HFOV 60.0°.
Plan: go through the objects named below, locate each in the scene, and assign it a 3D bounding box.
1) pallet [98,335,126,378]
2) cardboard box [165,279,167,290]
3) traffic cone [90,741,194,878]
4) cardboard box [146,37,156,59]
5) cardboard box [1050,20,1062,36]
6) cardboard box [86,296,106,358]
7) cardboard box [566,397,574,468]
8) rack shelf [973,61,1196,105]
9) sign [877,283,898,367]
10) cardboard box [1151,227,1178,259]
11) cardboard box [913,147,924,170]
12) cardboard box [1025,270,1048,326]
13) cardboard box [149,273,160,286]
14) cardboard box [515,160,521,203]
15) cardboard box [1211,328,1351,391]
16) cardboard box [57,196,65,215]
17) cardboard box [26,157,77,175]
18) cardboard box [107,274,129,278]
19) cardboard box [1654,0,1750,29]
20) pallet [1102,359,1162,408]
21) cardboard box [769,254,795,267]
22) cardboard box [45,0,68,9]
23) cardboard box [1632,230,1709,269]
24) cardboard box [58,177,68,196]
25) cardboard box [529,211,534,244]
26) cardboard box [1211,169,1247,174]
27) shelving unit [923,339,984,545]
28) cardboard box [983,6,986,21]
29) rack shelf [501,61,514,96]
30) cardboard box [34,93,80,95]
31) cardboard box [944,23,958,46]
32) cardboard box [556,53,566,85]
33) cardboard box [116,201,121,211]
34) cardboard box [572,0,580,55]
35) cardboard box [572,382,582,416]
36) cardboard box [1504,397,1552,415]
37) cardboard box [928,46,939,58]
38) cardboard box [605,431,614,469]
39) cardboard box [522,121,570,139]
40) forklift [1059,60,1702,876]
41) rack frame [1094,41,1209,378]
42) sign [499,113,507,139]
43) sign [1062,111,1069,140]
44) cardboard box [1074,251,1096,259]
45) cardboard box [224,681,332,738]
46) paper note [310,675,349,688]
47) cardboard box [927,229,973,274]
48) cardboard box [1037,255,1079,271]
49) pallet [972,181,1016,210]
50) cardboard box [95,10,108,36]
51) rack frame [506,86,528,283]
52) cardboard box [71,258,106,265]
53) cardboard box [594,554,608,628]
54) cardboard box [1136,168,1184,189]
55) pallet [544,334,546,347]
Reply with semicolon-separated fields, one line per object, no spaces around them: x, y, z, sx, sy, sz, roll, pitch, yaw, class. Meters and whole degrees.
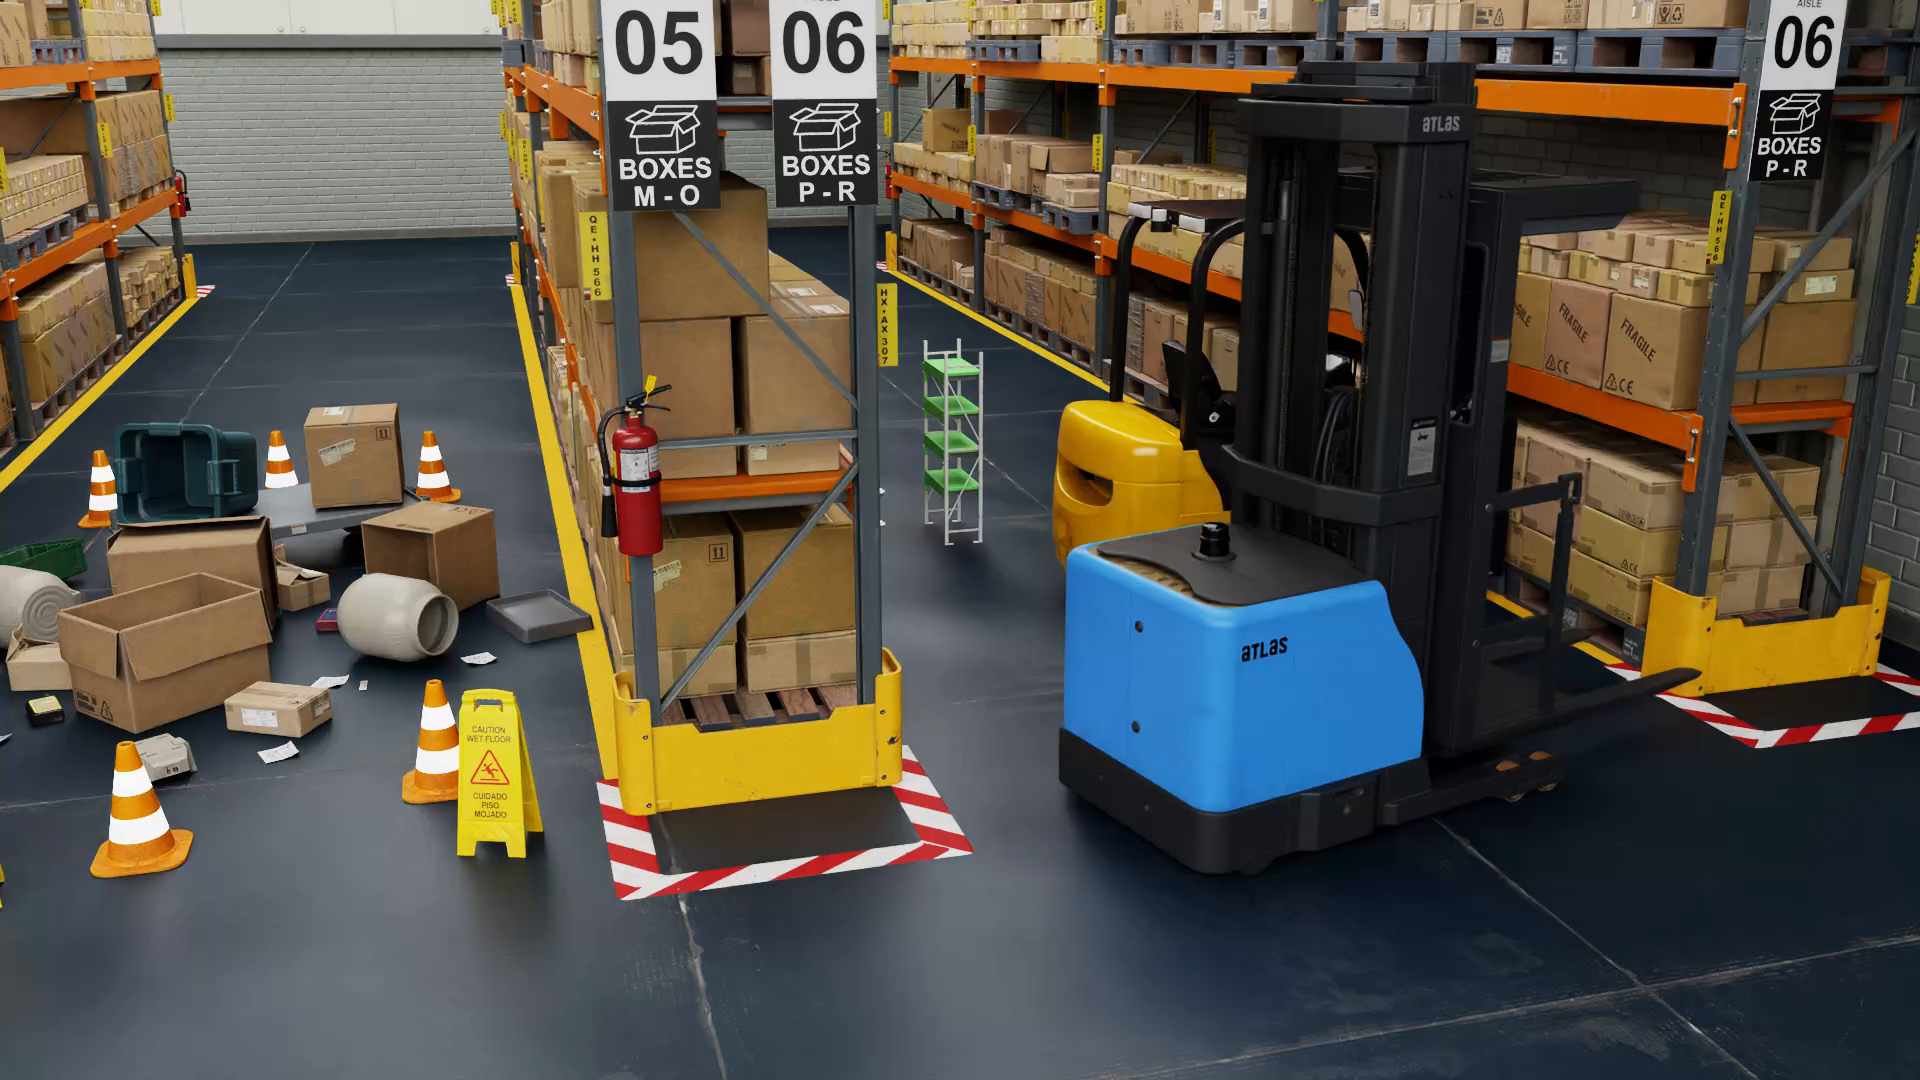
-8.632;-1.737;15.869;1.003;0.211;1.213;-5;17;-15;pallet
-9.443;-2.958;19.312;0.380;0.149;0.250;-5;17;-16;cardboard box
-3.150;0.992;6.346;0.336;0.463;0.334;-5;17;-15;traffic cone
-9.567;-5.654;19.109;0.500;0.250;0.500;-5;17;-16;cardboard box
1.098;-4.987;16.194;0.380;0.149;0.250;-4;17;-14;cardboard box
-8.261;-1.965;15.396;0.500;0.500;0.500;-5;17;-17;cardboard box
-2.264;-0.781;11.675;0.950;0.372;0.625;-4;17;-12;cardboard box
1.206;-4.640;16.720;1.077;0.370;4.000;-5;17;-15;rack shelf
-0.296;-0.846;6.549;0.100;0.325;0.005;-5;17;-15;sign
1.924;-2.499;13.819;0.500;0.250;0.500;-5;18;-17;cardboard box
-0.296;-4.852;21.134;0.500;0.250;0.500;-5;17;-16;cardboard box
0.998;-2.524;17.257;0.500;0.500;0.500;-5;18;-17;cardboard box
-9.175;-2.891;18.571;0.380;0.149;0.250;-4;17;-12;cardboard box
-4.635;-4.005;18.398;0.500;0.500;0.500;-5;17;-17;cardboard box
2.495;-1.311;12.999;0.875;0.625;0.625;-5;17;-16;cardboard box
-8.258;-2.988;14.892;0.380;0.149;0.250;-5;18;-18;cardboard box
-8.474;-3.484;15.509;0.380;0.149;0.250;-5;17;-17;cardboard box
-8.878;-2.667;17.310;0.380;0.149;0.250;-5;17;-16;cardboard box
3.598;-2.618;7.663;0.500;0.500;0.500;-4;17;-13;cardboard box
1.944;-1.428;14.840;1.003;0.211;1.213;-5;17;-15;pallet
-1.115;-1.155;8.393;0.500;0.500;0.500;-5;17;-16;cardboard box
-8.694;-5.183;15.977;0.380;0.149;0.250;-5;17;-16;cardboard box
3.555;-1.431;8.183;0.380;0.149;0.250;-5;17;-15;cardboard box
-8.329;-3.200;15.081;0.380;0.149;0.250;-5;18;-17;cardboard box
-3.560;-2.789;14.782;0.500;0.250;0.500;-4;17;-14;cardboard box
2.366;-3.077;14.179;0.380;0.149;0.250;-5;17;-16;cardboard box
-0.046;-0.620;10.432;0.258;1.200;0.503;-5;17;-15;shelving unit
0.458;-5.623;17.760;0.380;0.149;0.250;-4;17;-14;cardboard box
-4.665;-5.353;19.094;1.077;0.370;4.000;-5;17;-15;rack shelf
-9.812;-4.634;18.236;0.500;0.500;0.500;-5;17;-16;cardboard box
0.130;-5.865;19.292;0.500;0.250;0.500;-5;18;-17;cardboard box
-1.797;-2.342;8.256;0.380;0.149;0.250;-5;17;-16;cardboard box
-8.945;-3.483;17.269;0.380;0.149;0.250;-6;18;-18;cardboard box
-1.341;-2.156;6.945;0.500;0.250;0.500;-5;17;-16;cardboard box
-2.037;-0.825;9.602;0.380;0.149;0.250;-4;17;-14;cardboard box
3.101;-0.668;9.773;0.500;0.250;0.500;-5;17;-16;cardboard box
-0.178;-5.917;20.158;0.380;0.149;0.250;-4;17;-14;cardboard box
-1.302;-0.416;7.058;0.380;0.149;0.250;-5;17;-16;cardboard box
-3.689;-3.529;15.075;0.500;0.500;0.500;-5;17;-15;cardboard box
1.943;-0.445;6.839;3.031;2.935;1.130;-10;19;-29;forklift
1.756;-2.994;15.207;1.000;3.000;0.127;-5;17;-15;rack frame
-5.750;-5.224;20.987;0.100;0.325;0.005;-5;17;-15;sign
1.189;-4.700;18.873;0.100;0.325;0.005;-5;17;-15;sign
1.431;-2.982;17.652;0.380;0.149;0.250;-4;17;-14;cardboard box
-3.120;0.775;7.615;0.380;0.149;0.250;4;17;13;cardboard box
-3.080;0.688;8.127;0.148;0.019;0.142;1;17;4;paper note
-0.119;-3.641;20.974;0.500;0.500;0.500;-4;17;-14;cardboard box
1.020;-2.867;17.269;0.380;0.149;0.250;-5;17;-15;cardboard box
0.771;-3.779;18.153;1.003;0.211;1.213;-5;17;-15;pallet
-8.881;-5.183;16.669;0.500;0.250;0.500;-5;17;-15;cardboard box
-5.214;-4.814;21.264;1.000;3.000;0.127;-5;17;-15;rack frame
-9.776;-3.057;18.608;0.380;0.149;0.250;-4;17;-13;cardboard box
-1.582;0.237;8.498;0.500;0.250;0.500;-5;18;-17;cardboard box
1.730;-3.099;14.253;0.380;0.149;0.250;-4;17;-14;cardboard box
-3.492;-1.826;16.165;1.003;0.211;1.213;-5;17;-15;pallet
